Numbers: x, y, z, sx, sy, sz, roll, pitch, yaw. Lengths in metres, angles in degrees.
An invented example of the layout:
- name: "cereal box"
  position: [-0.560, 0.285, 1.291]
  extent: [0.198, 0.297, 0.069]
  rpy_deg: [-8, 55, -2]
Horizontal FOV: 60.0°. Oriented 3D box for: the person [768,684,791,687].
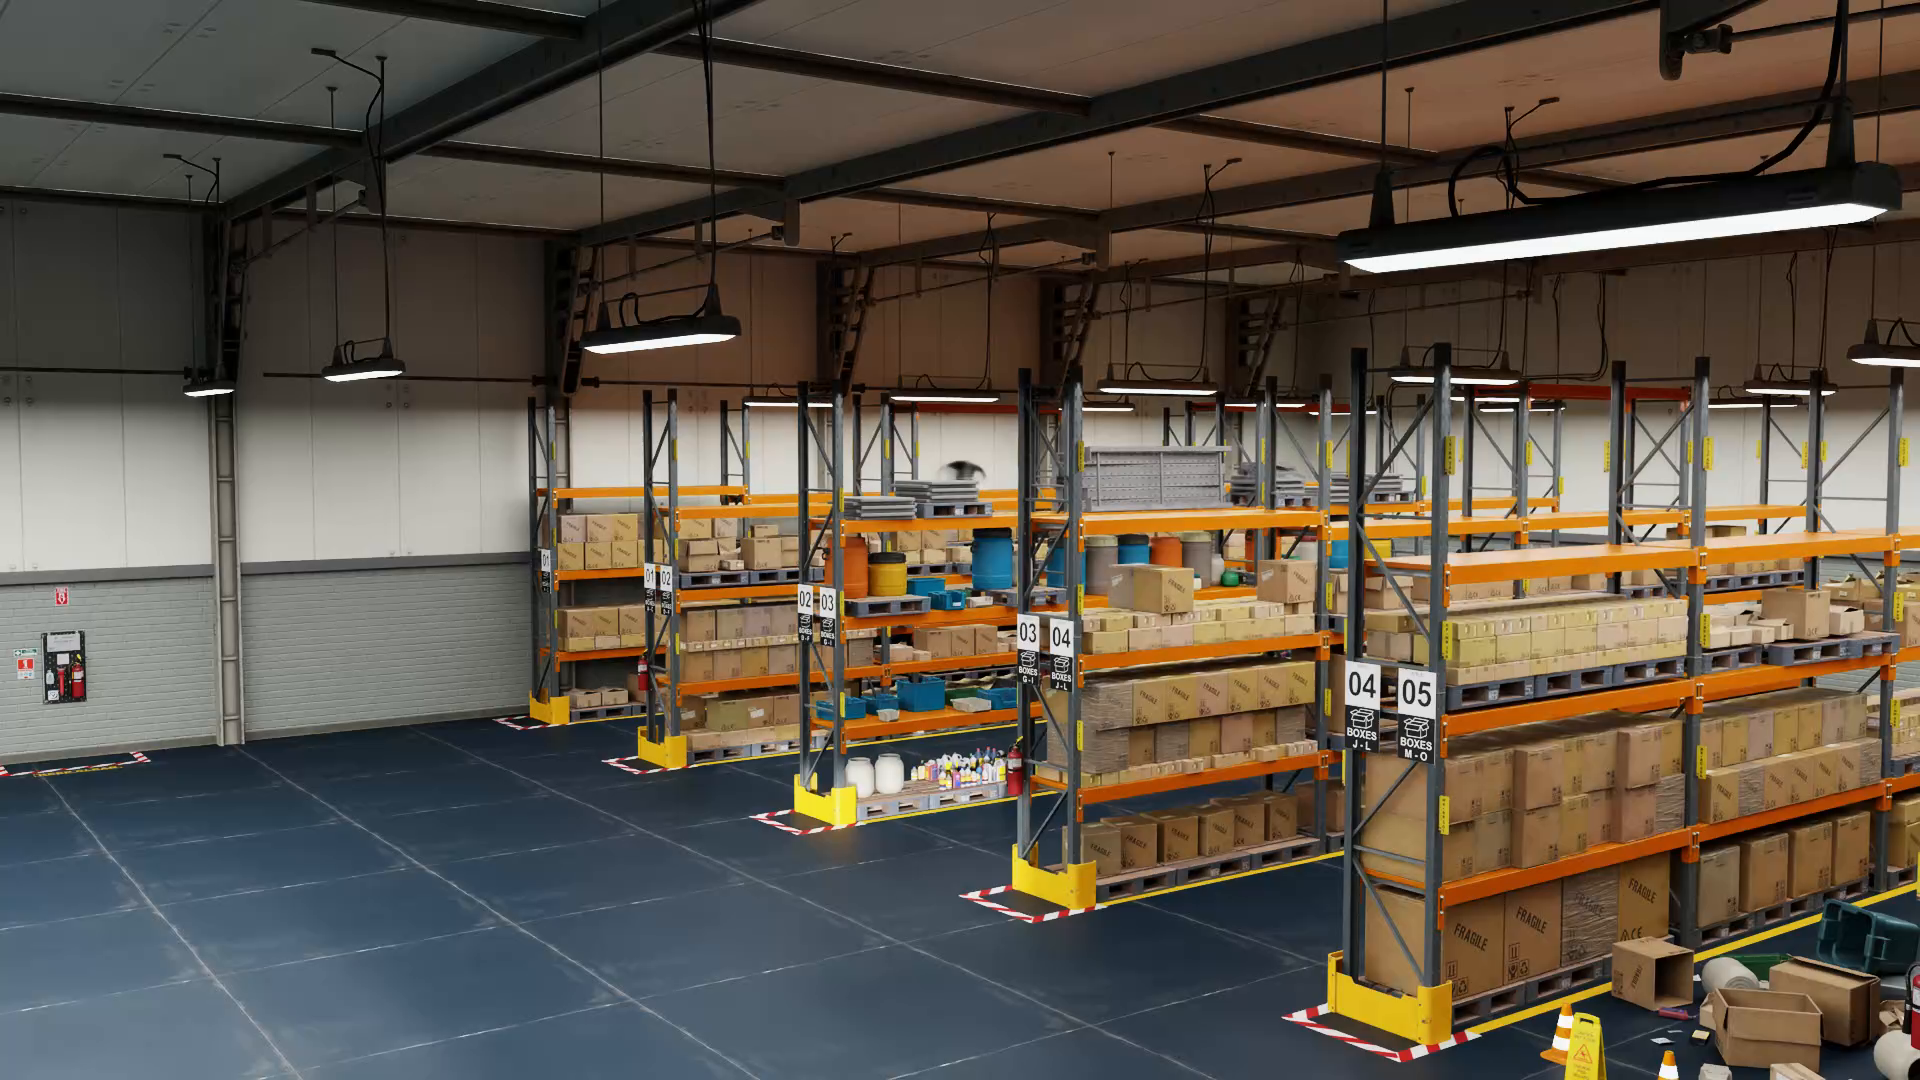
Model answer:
- name: "person"
  position: [-3.316, 2.566, 29.867]
  extent: [0.741, 1.709, 0.777]
  rpy_deg: [1, 4, 17]
